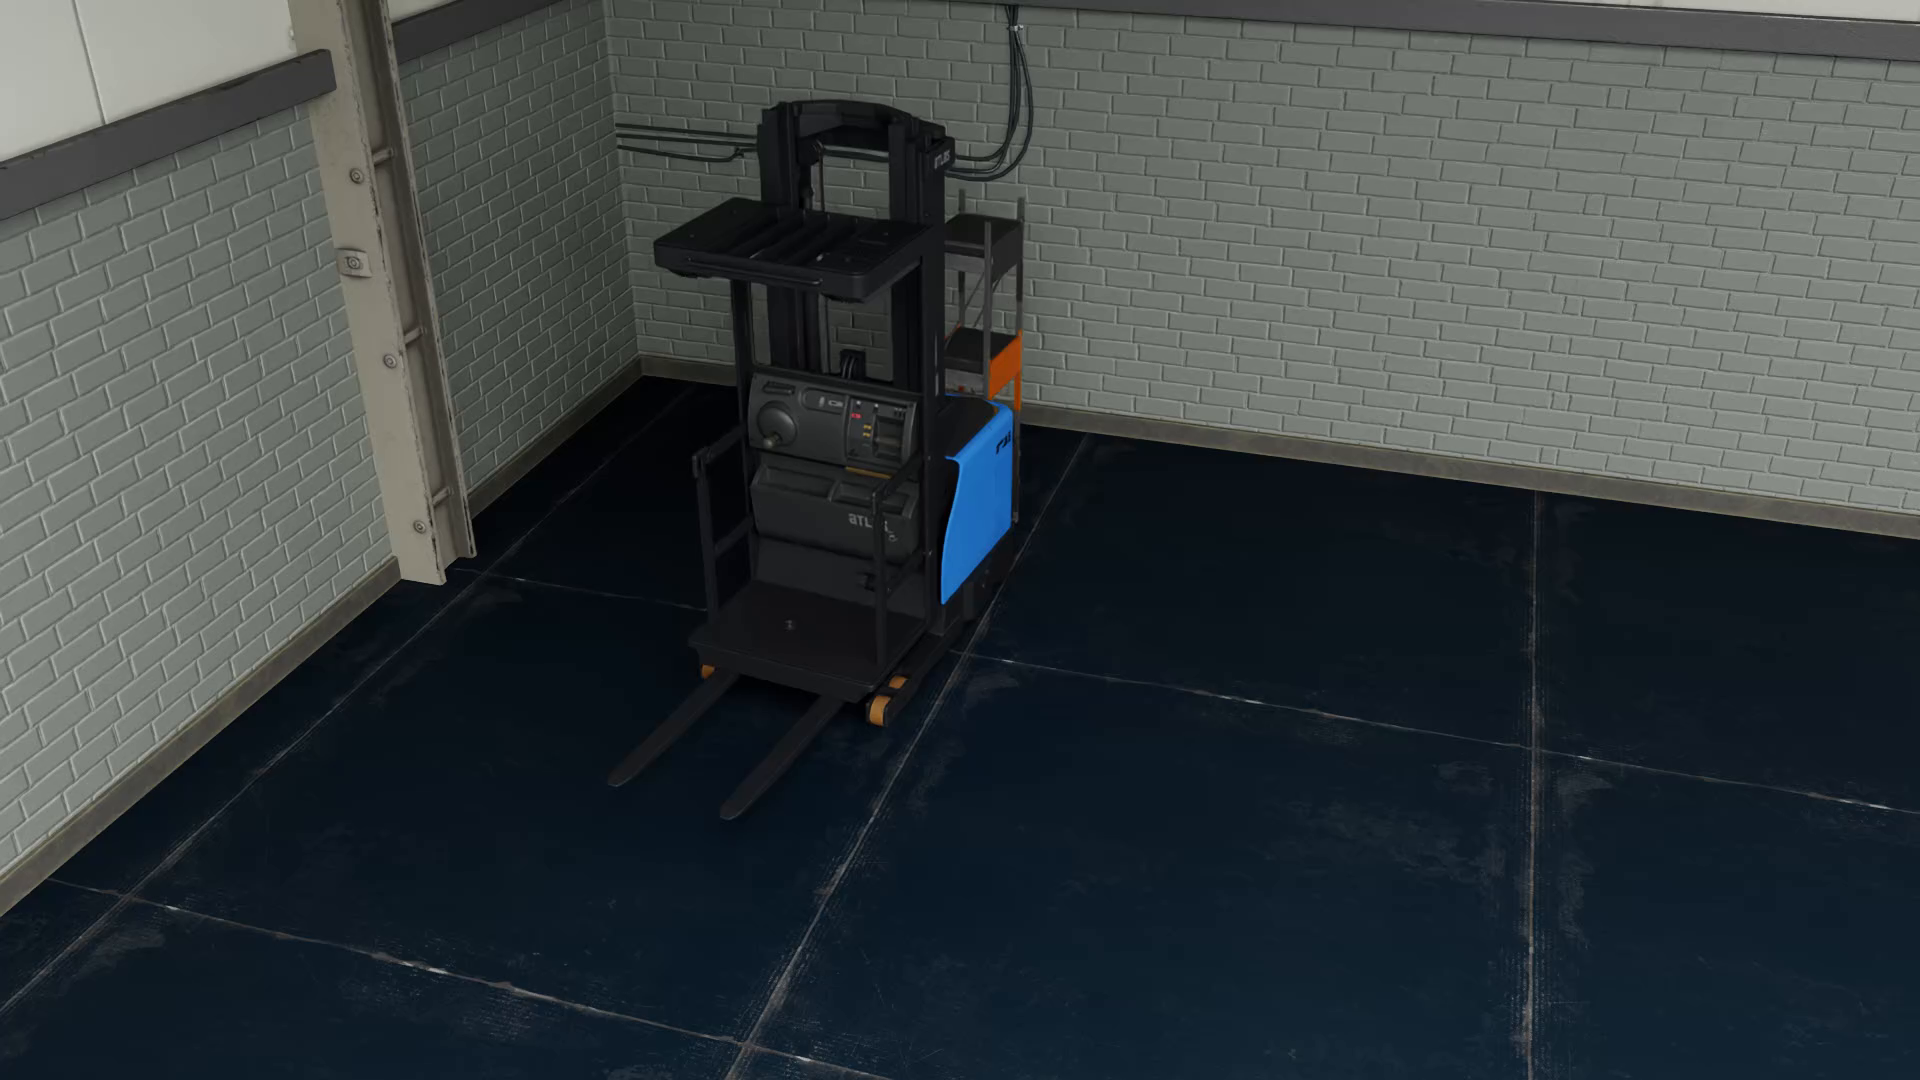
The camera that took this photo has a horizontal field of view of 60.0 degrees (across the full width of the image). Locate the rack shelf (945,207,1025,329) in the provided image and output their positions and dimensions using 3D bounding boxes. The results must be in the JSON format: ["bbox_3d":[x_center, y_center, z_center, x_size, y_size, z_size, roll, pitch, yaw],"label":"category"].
[{"bbox_3d":[0.083,-1.562,9.521,0.431,0.518,0.480,12,31,21],"label":"rack shelf"}]

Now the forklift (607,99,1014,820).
[{"bbox_3d":[-0.739,-0.556,8.269,1.130,2.935,3.031,12,31,21],"label":"forklift"}]

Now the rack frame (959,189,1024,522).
[{"bbox_3d":[0.181,-1.071,10.050,0.400,2.100,0.015,12,31,21],"label":"rack frame"}]

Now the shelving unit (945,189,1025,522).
[{"bbox_3d":[0.083,-0.962,9.855,0.431,2.100,0.503,12,31,21],"label":"shelving unit"}]

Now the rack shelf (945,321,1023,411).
[{"bbox_3d":[0.083,-0.950,9.861,0.431,0.518,0.480,12,31,21],"label":"rack shelf"}]

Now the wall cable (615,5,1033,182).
[{"bbox_3d":[-1.017,-3.602,10.697,3.097,2.526,0.112,8,30,15],"label":"wall cable"}]

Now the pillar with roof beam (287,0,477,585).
[{"bbox_3d":[0.970,-3.164,6.717,9.100,9.000,0.400,8,30,15],"label":"pillar with roof beam"}]

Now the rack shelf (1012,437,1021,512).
[{"bbox_3d":[0.083,-0.338,10.202,0.431,0.518,0.480,12,31,21],"label":"rack shelf"}]

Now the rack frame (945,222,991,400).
[{"bbox_3d":[-0.016,-0.854,9.660,0.400,2.100,0.015,12,31,21],"label":"rack frame"}]
